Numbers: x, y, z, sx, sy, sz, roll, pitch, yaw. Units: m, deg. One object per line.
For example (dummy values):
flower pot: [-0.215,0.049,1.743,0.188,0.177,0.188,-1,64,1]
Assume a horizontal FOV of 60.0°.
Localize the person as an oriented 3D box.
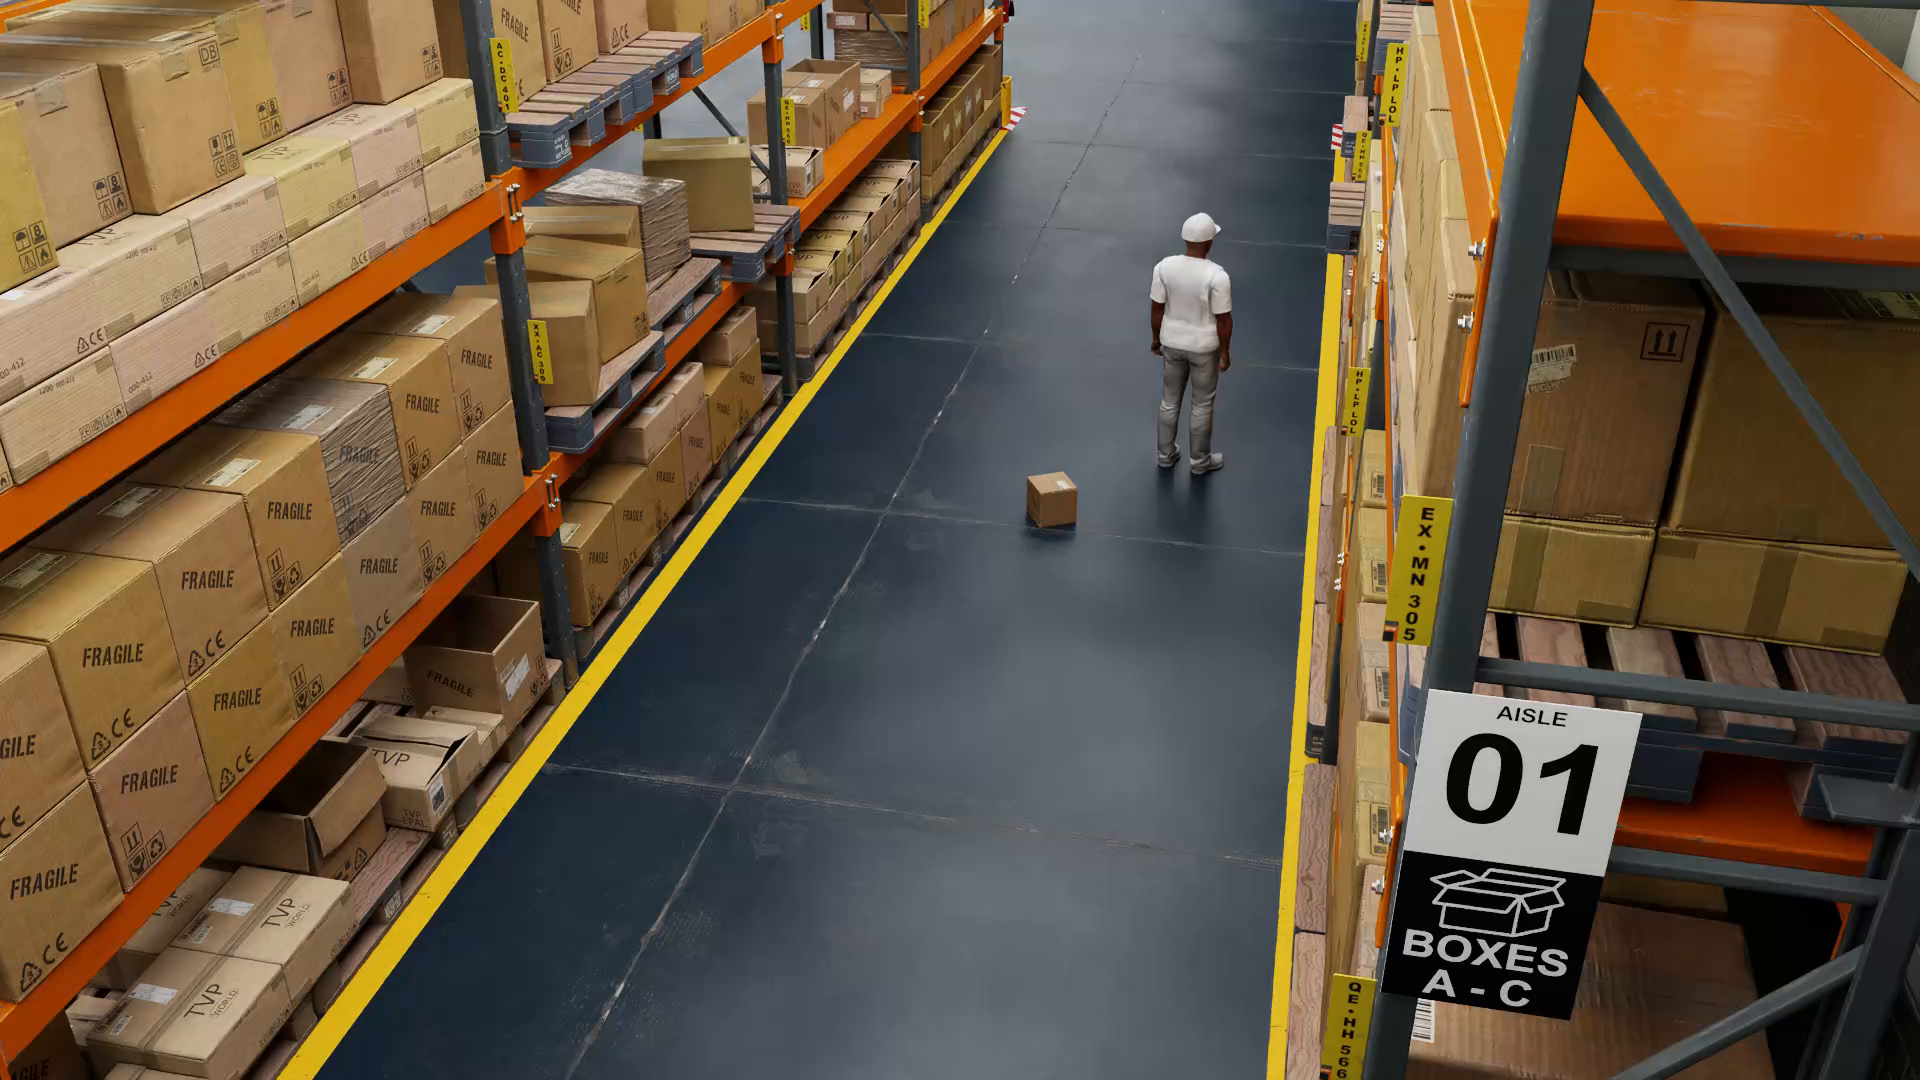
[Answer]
person: [1.531,-1.293,10.959,0.565,1.771,0.367,16,33,27]
